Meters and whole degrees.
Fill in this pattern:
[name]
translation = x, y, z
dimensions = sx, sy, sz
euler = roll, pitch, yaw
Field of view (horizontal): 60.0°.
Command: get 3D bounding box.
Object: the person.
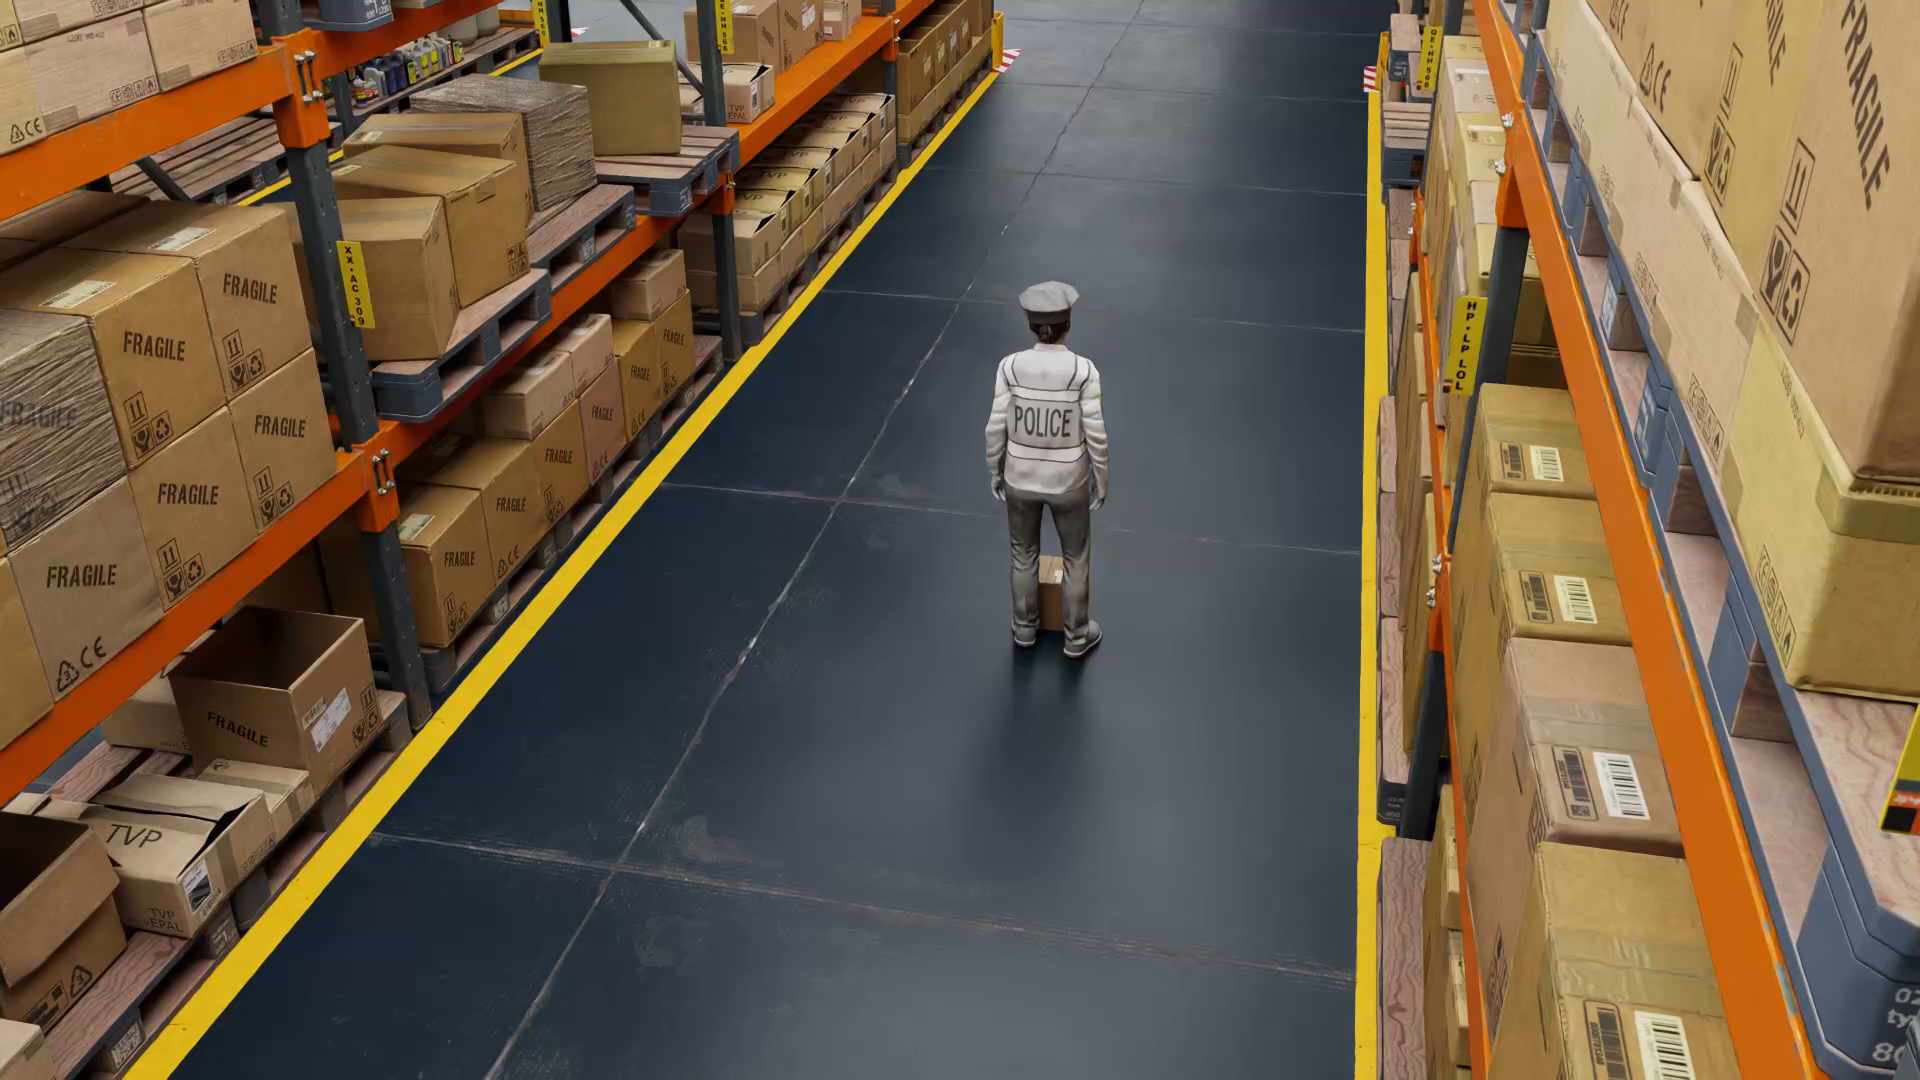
[person]
translation = 0.376, -0.266, 7.103
dimensions = 0.528, 1.663, 0.408
euler = 6, 30, 11
